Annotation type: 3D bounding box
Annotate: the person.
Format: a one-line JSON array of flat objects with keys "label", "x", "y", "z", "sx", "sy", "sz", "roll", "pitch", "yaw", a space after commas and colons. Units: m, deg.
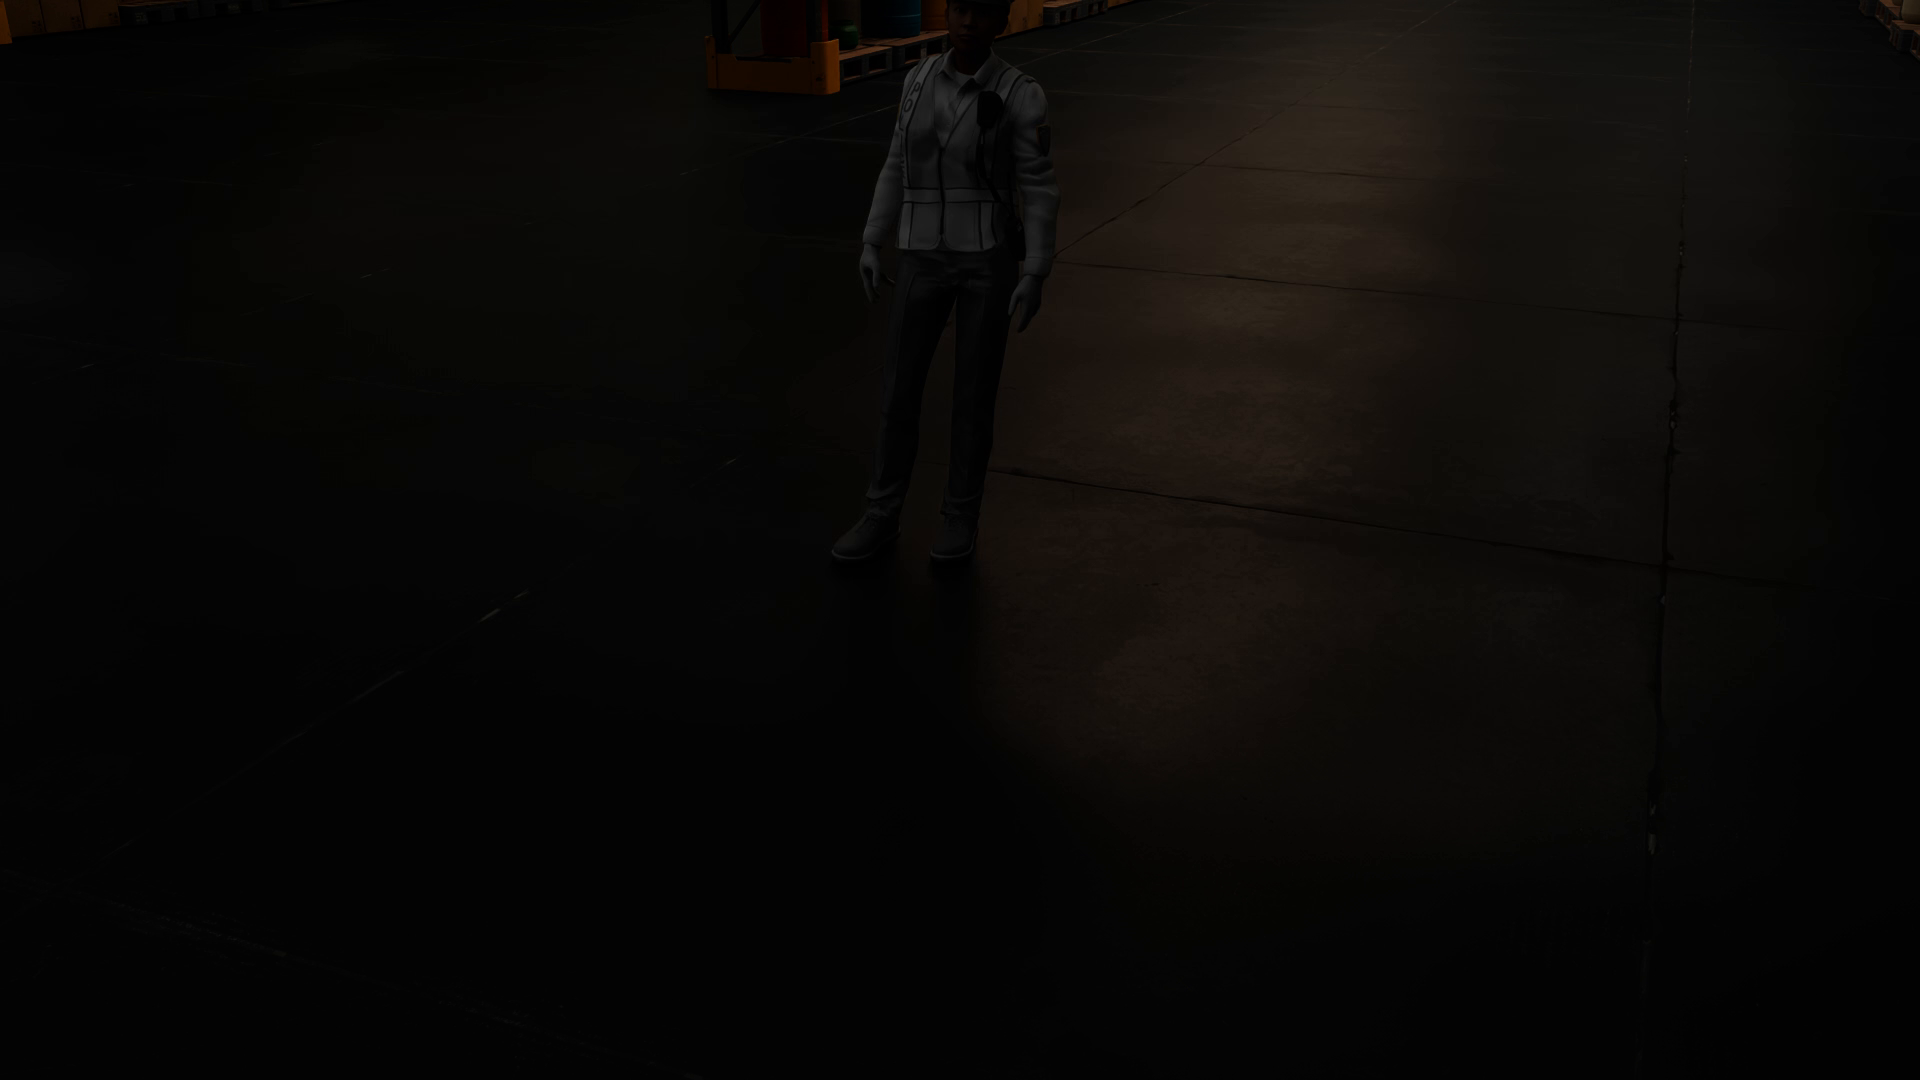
[{"label": "person", "x": -0.033, "y": -0.765, "z": 4.707, "sx": 0.586, "sy": 1.694, "sz": 0.530, "roll": 9, "pitch": 24, "yaw": 21}]
